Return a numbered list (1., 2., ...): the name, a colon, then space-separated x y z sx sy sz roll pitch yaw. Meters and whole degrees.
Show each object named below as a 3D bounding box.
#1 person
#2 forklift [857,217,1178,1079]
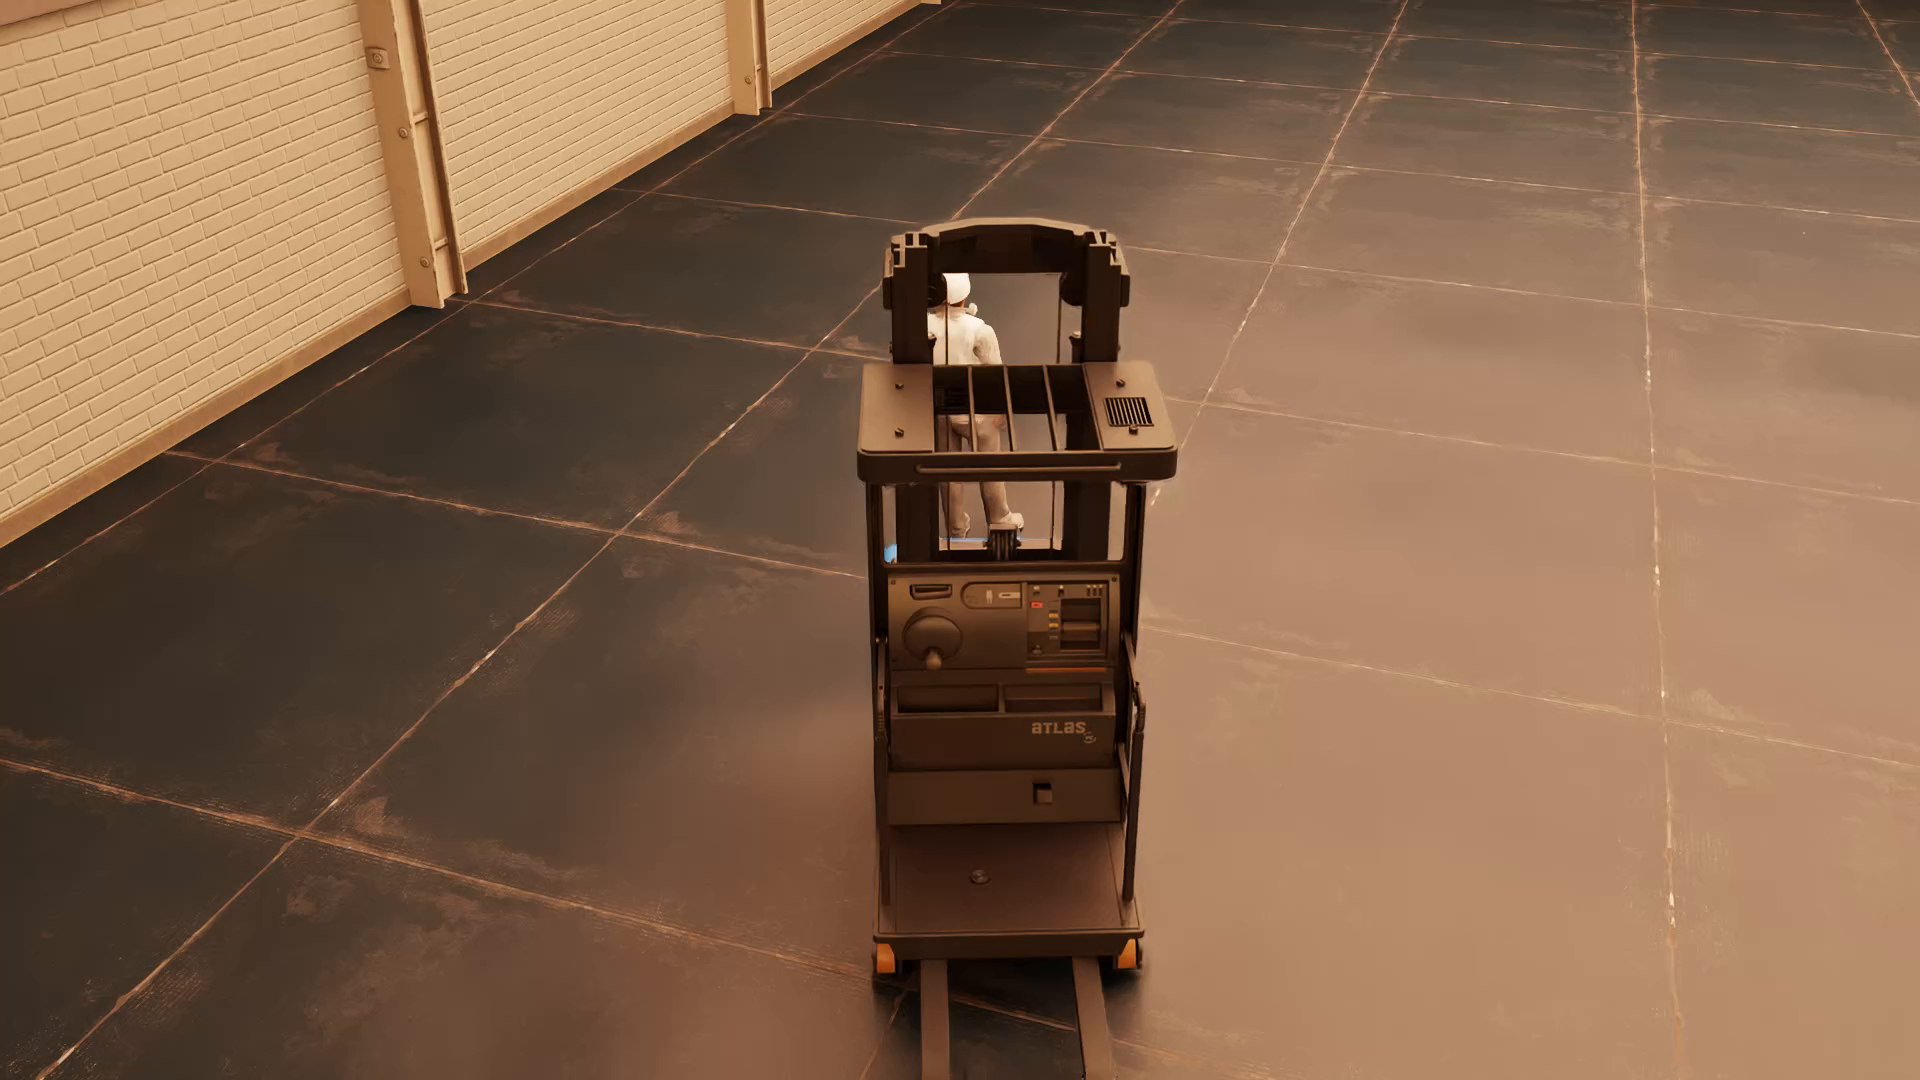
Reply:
1. person: 0.027 -0.805 9.703 0.633 1.775 0.566 10 31 16
2. forklift: 0.185 0.372 6.485 1.130 2.935 3.031 -1 30 -1
